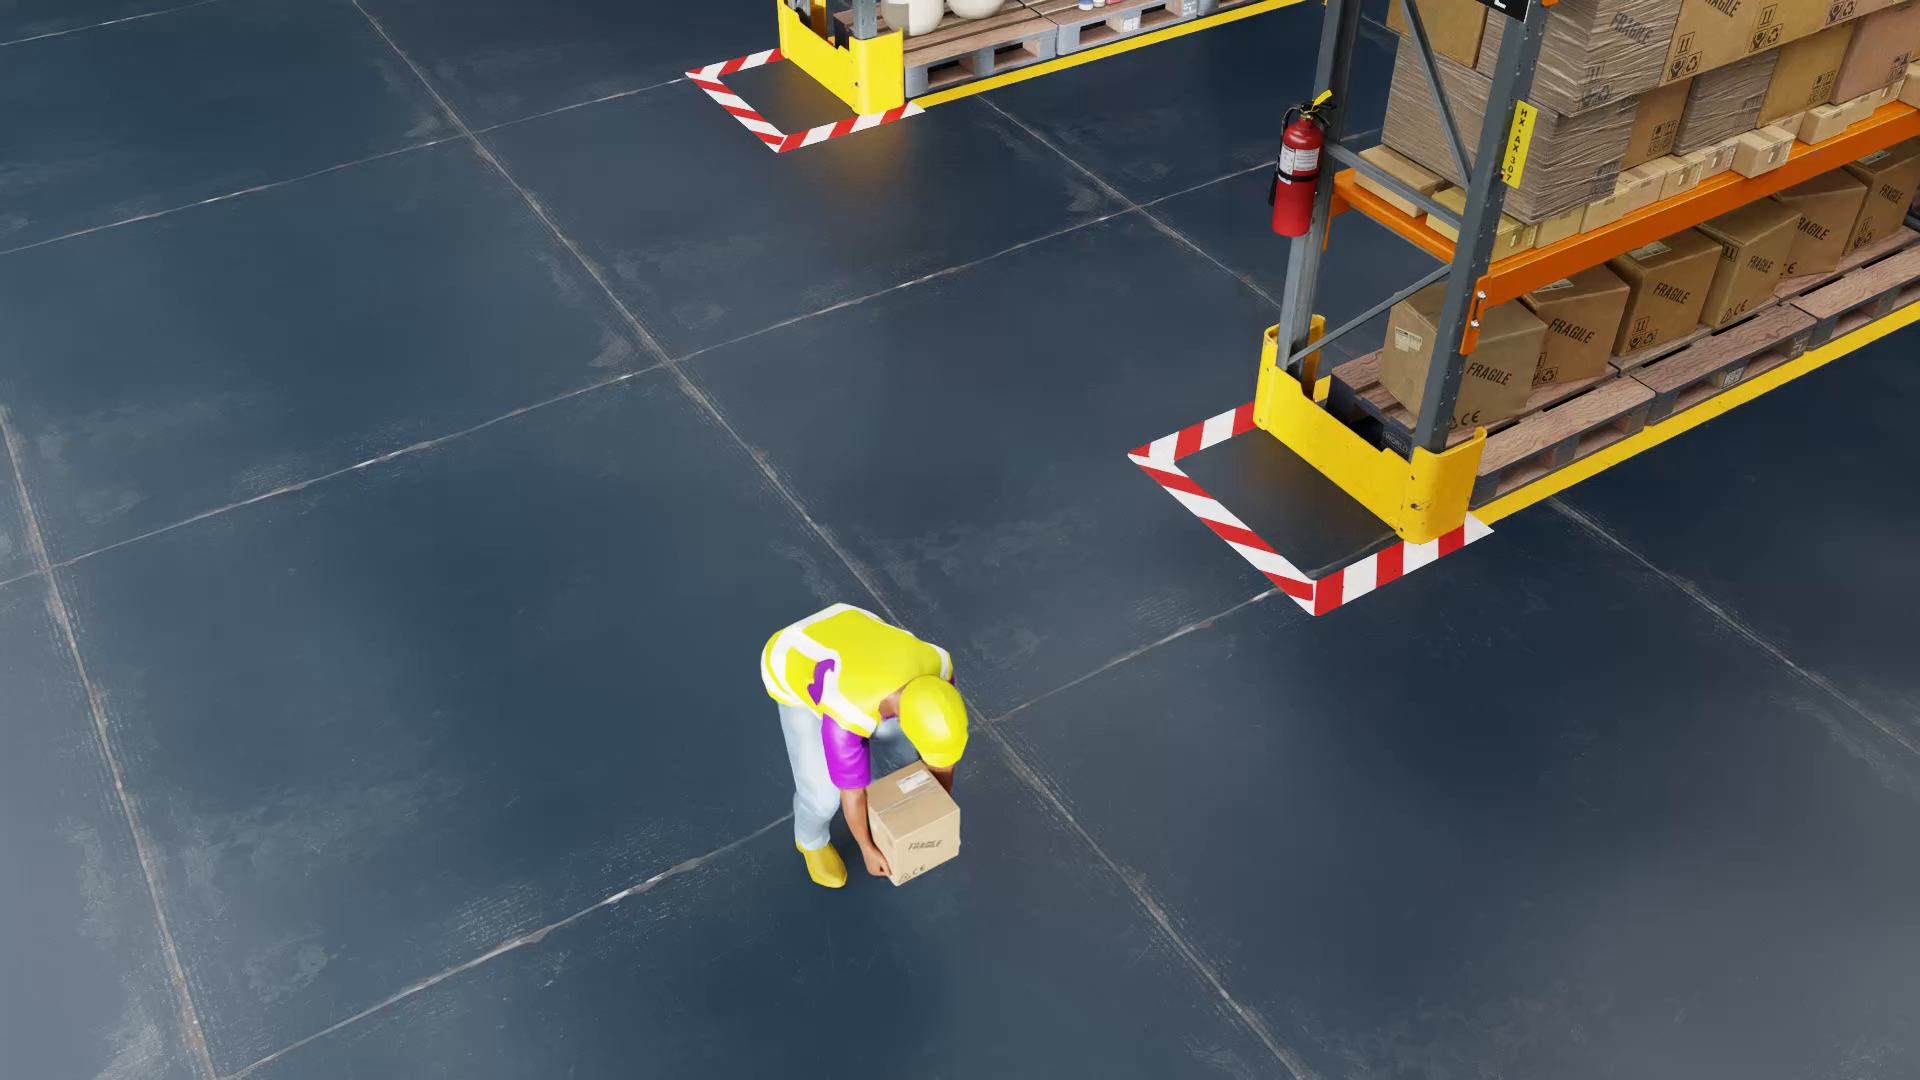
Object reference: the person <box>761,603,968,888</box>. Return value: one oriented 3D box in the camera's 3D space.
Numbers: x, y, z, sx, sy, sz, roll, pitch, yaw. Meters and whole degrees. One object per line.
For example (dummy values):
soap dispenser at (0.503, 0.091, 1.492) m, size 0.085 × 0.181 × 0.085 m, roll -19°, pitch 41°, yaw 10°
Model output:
person at (-0.280, 0.743, 5.639) m, size 0.494 × 1.283 × 0.932 m, roll -24°, pitch 46°, yaw -26°
